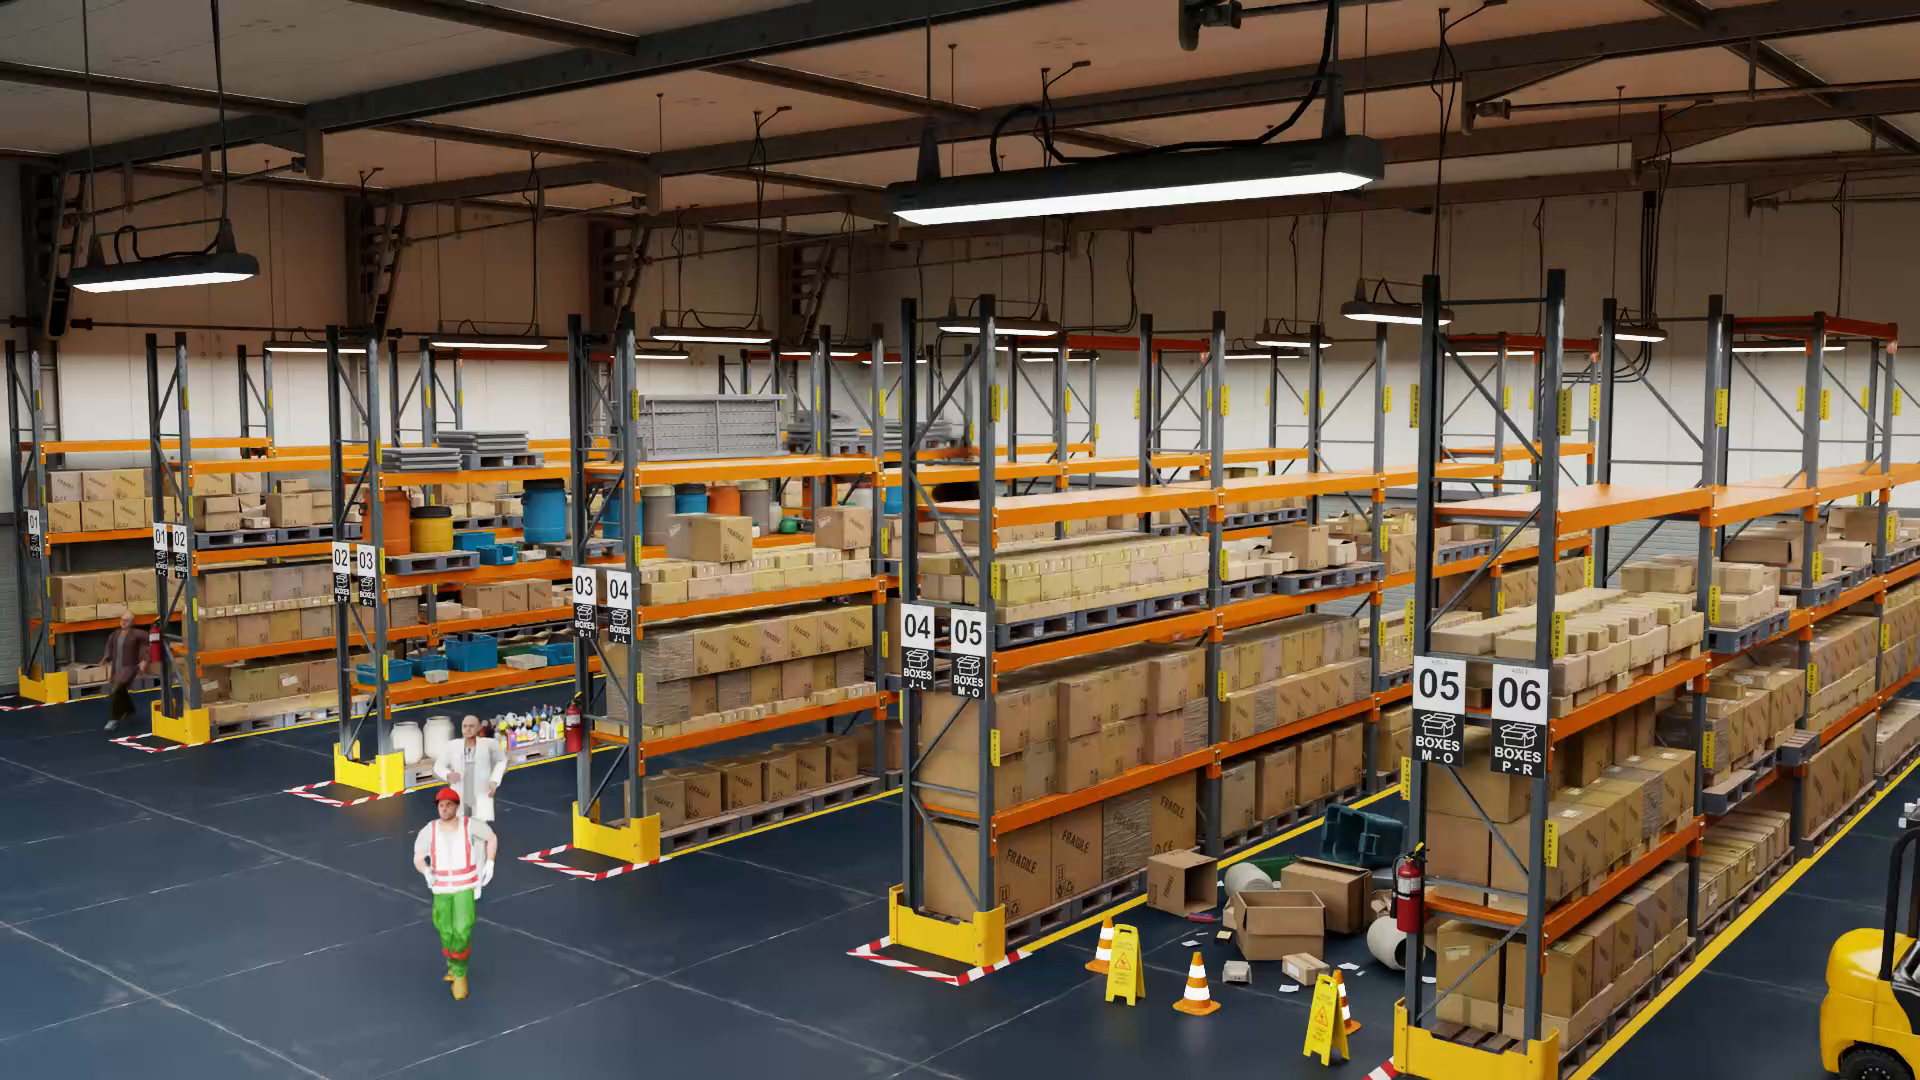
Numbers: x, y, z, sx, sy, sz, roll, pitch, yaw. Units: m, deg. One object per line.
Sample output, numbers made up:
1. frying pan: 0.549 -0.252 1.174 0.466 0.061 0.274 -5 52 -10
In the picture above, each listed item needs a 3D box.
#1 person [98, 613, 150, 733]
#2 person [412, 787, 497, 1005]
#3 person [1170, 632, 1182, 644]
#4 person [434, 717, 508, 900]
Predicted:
1. person: -12.792 2.009 25.456 0.762 1.807 0.850 2 5 17
2. person: -4.331 3.012 14.217 0.661 1.810 0.756 -1 5 -6
3. person: 3.136 2.146 24.178 0.661 1.711 0.883 3 6 29
4. person: -5.066 2.728 17.171 0.716 1.797 0.887 -1 5 -6
